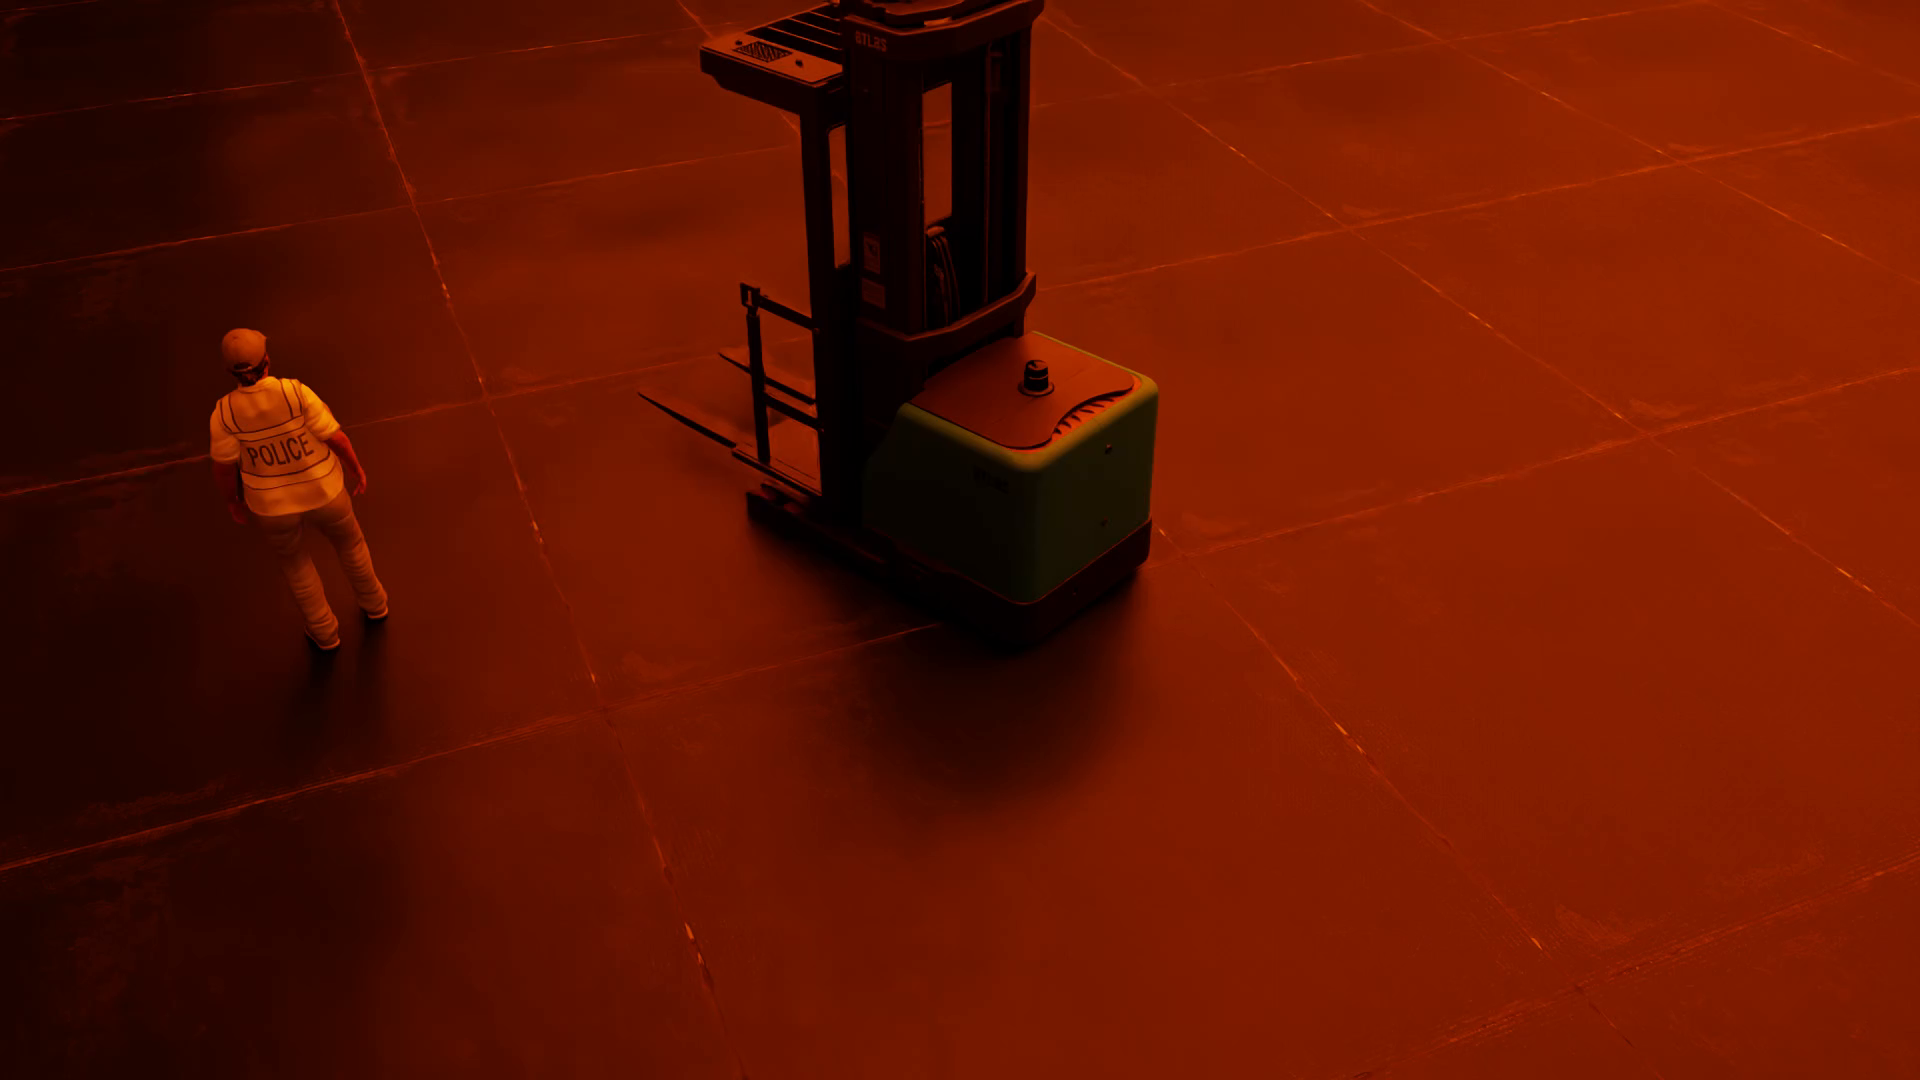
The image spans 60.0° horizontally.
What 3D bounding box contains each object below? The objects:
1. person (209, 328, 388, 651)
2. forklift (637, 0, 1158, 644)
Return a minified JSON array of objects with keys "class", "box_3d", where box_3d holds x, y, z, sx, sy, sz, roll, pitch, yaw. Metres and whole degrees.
[{"class":"person","box_3d":[-3.017,-0.248,7.537,0.608,1.672,0.528,-15,38,-20]},{"class":"forklift","box_3d":[-0.485,-1.428,8.106,3.031,2.935,1.130,27,44,33]}]
